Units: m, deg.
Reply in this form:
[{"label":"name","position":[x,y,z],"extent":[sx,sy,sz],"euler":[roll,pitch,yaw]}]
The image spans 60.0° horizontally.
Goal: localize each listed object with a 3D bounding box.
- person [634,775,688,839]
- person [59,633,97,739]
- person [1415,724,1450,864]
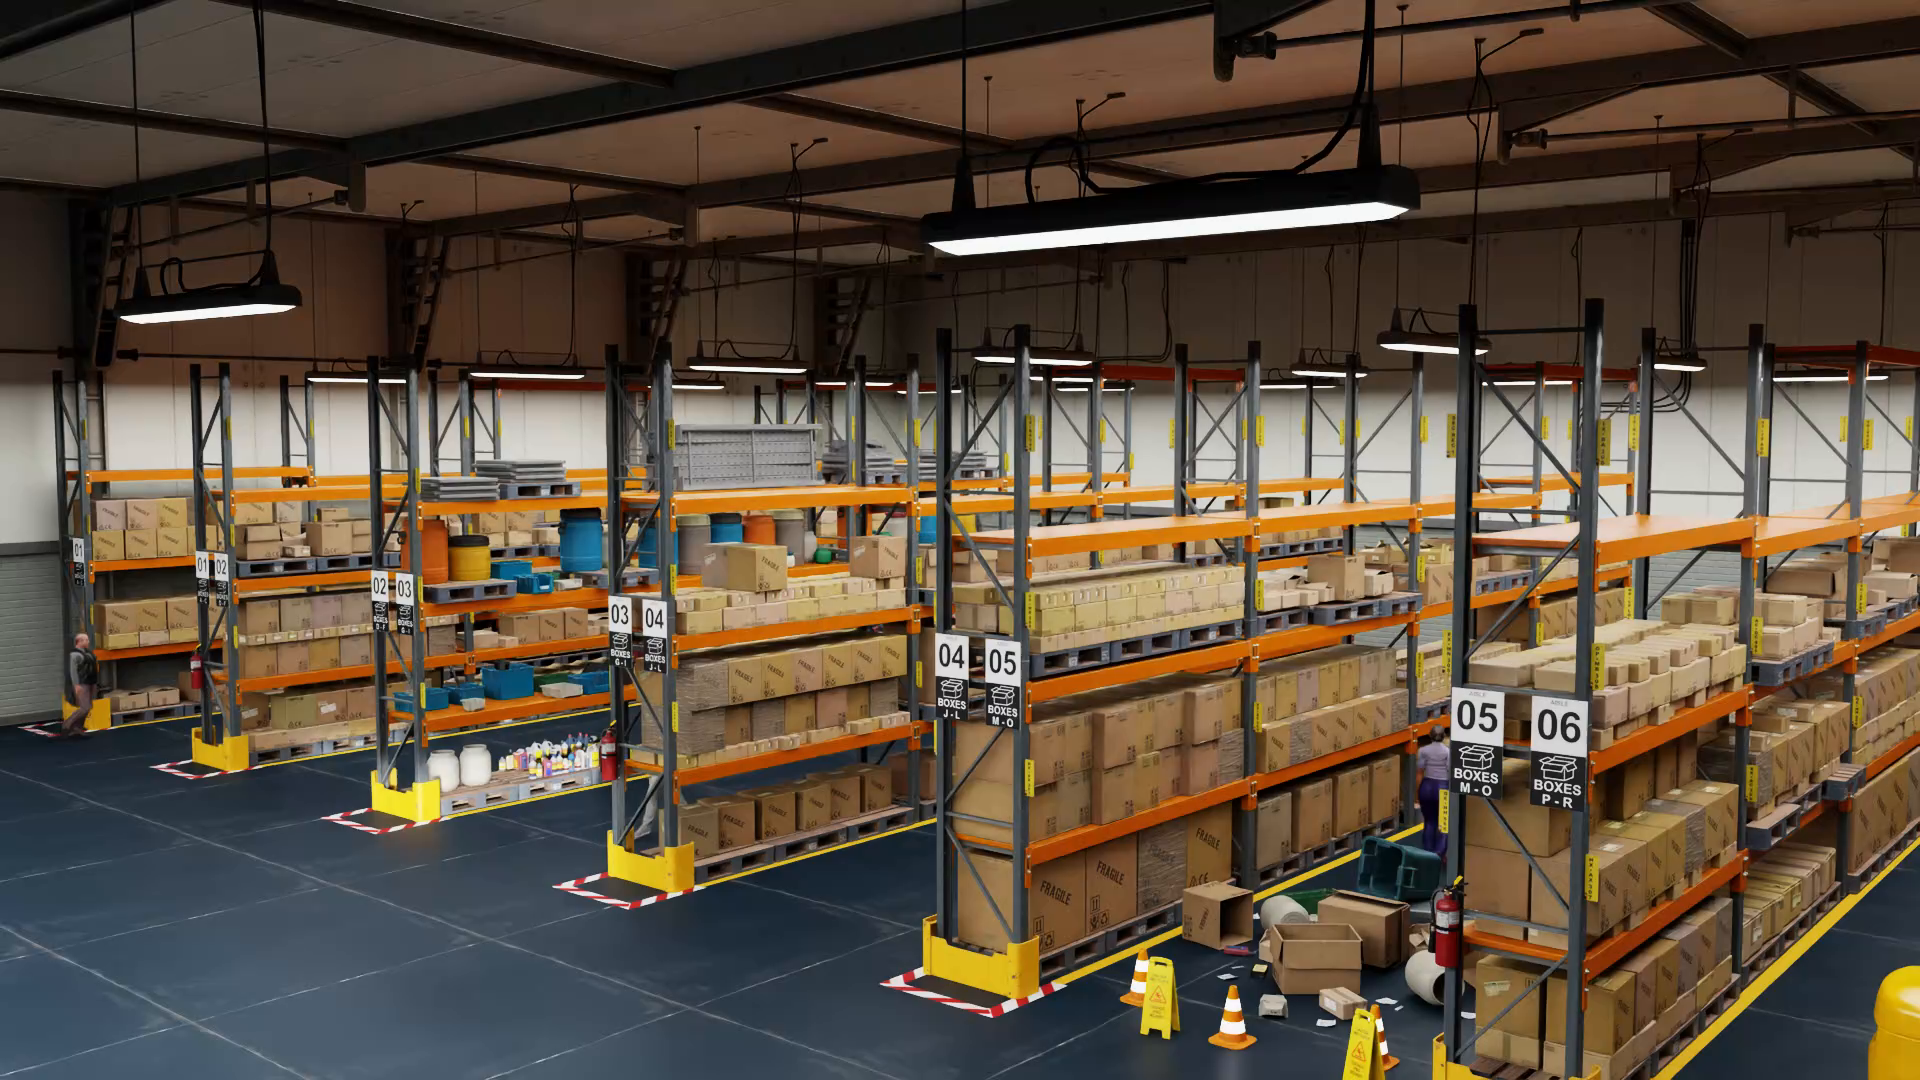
[{"label":"person","position":[-3.714,2.843,20.616],"extent":[0.814,1.659,0.521],"euler":[-3,5,-31]},{"label":"person","position":[-14.271,2.371,26.912],"extent":[0.493,1.703,0.700],"euler":[0,4,-6]},{"label":"person","position":[5.532,2.958,19.261],"extent":[0.533,1.645,0.498],"euler":[3,5,39]}]
